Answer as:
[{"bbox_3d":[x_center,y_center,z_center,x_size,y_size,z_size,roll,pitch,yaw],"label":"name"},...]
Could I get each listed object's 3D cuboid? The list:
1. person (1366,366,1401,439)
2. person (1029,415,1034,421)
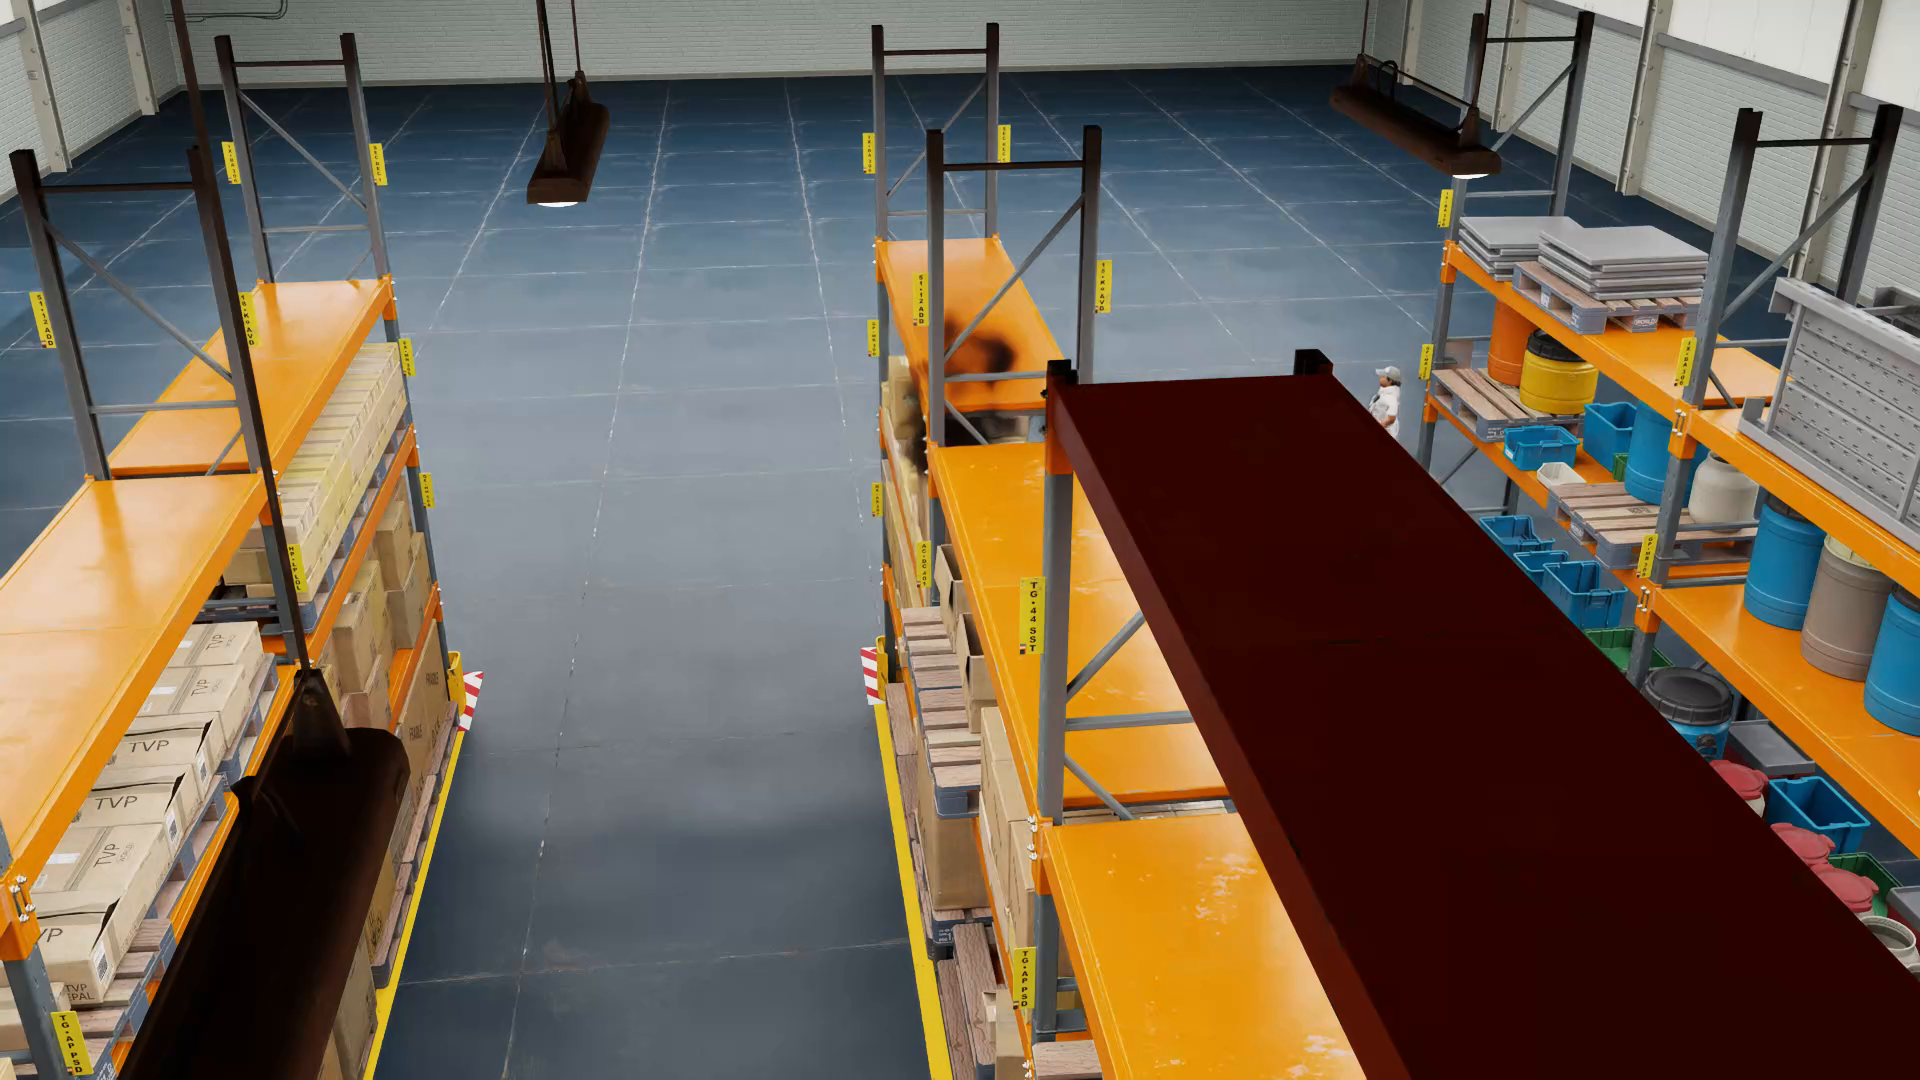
[{"bbox_3d":[4.877,-1.242,19.234,0.555,1.617,0.604,9,27,19],"label":"person"},{"bbox_3d":[0.494,-1.026,18.674,0.724,1.781,0.639,10,27,20],"label":"person"}]
